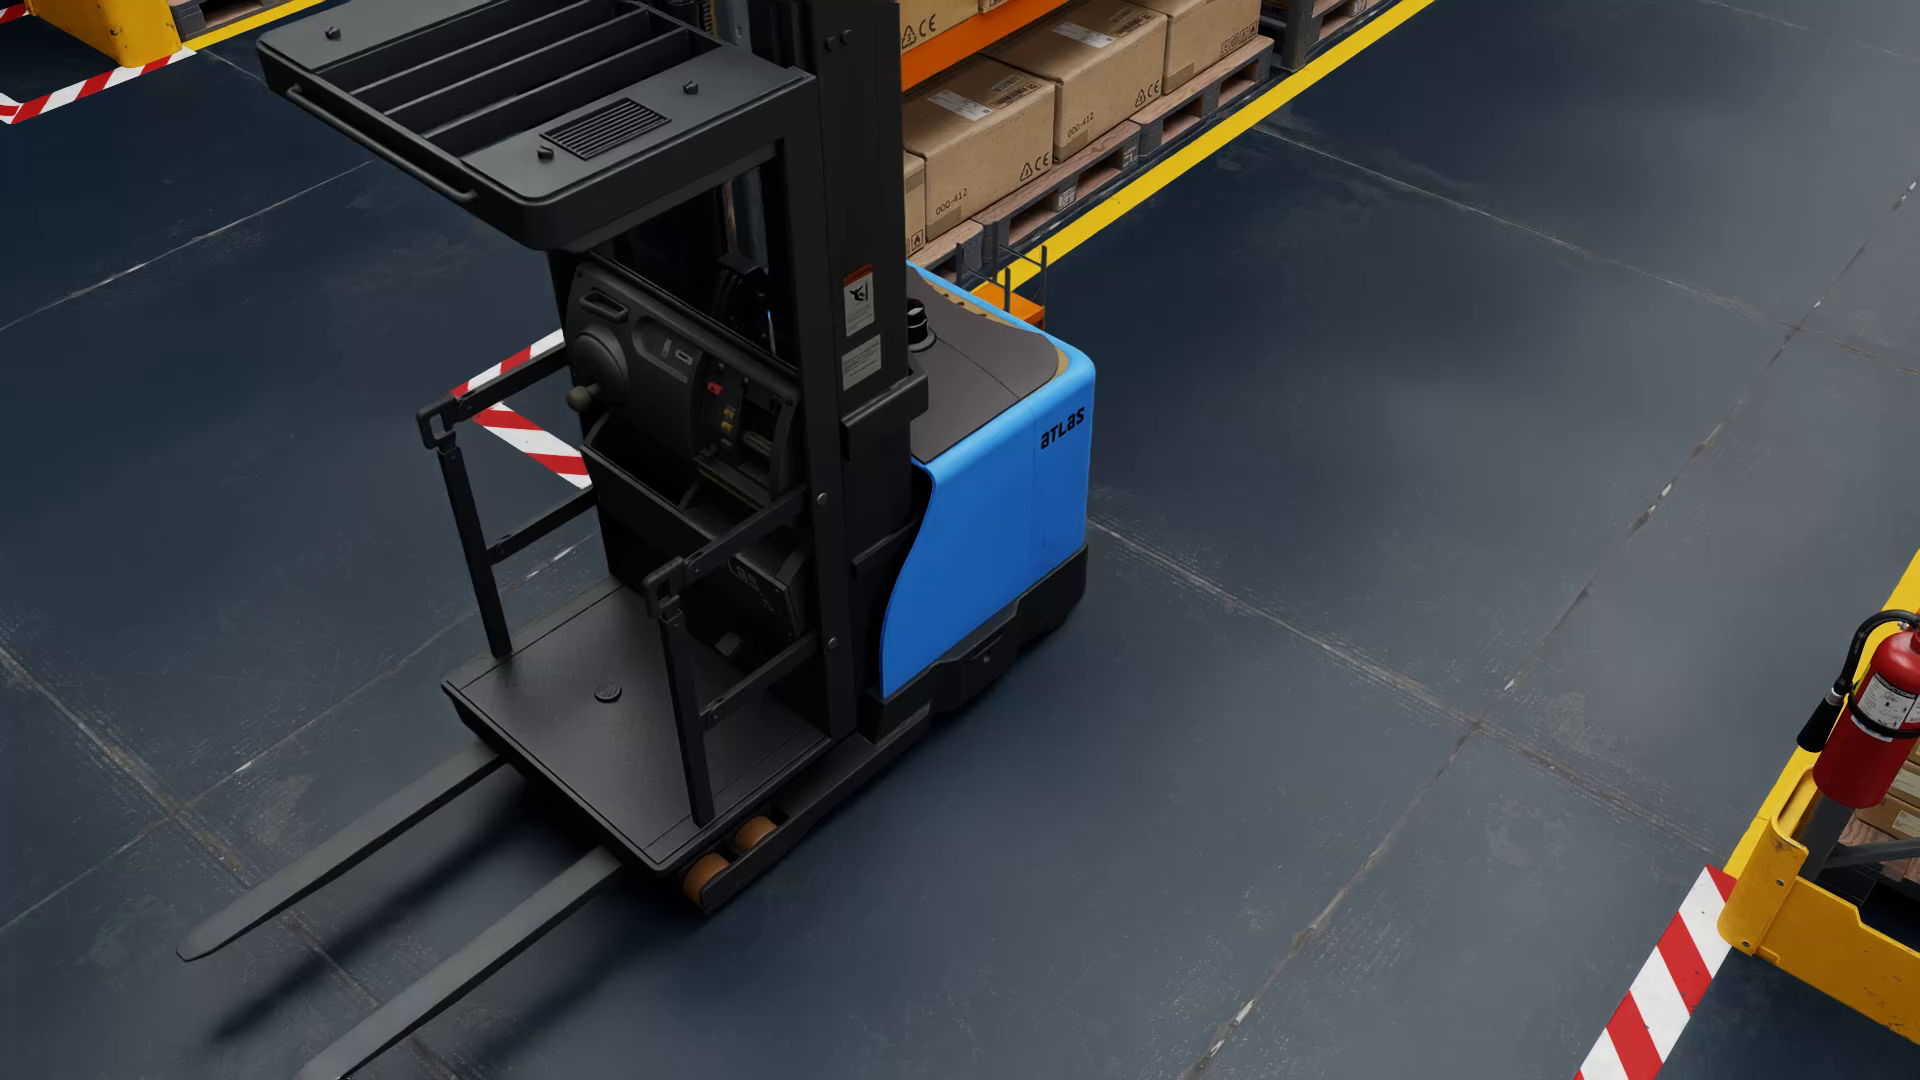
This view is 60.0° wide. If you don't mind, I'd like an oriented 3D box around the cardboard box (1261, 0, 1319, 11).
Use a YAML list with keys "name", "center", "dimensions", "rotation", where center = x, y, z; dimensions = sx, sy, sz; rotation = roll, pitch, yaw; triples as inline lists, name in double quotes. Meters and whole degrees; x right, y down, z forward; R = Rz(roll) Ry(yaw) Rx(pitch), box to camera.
- name: "cardboard box"
  center: [1.804, -3.607, 9.254]
  dimensions: [0.875, 0.875, 0.875]
  rotation: [31, 51, 30]

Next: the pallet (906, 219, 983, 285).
- name: "pallet"
  center: [-0.653, -1.238, 7.455]
  dimensions: [1.003, 0.211, 1.213]
  rotation: [29, 50, 28]

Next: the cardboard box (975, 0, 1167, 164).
- name: "cardboard box"
  center: [0.404, -2.353, 8.200]
  dimensions: [0.875, 0.438, 0.875]
  rotation: [28, 49, 27]

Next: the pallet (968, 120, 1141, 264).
- name: "pallet"
  center: [0.132, -1.863, 8.142]
  dimensions: [1.003, 0.211, 1.213]
  rotation: [29, 50, 28]

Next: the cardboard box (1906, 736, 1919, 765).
- name: "cardboard box"
  center: [2.892, 0.564, 4.765]
  dimensions: [0.380, 0.149, 0.250]
  rotation: [30, 50, 29]

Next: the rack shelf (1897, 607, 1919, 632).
- name: "rack shelf"
  center: [4.033, -0.497, 5.101]
  dimensions: [1.077, 0.370, 4.000]
  rotation: [29, 50, 28]

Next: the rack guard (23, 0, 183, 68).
- name: "rack guard"
  center: [-4.861, -3.085, 9.272]
  dimensions: [1.175, 0.500, 0.348]
  rotation: [29, 50, 28]

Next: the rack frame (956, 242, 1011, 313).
- name: "rack frame"
  center: [0.077, -0.497, 5.905]
  dimensions: [0.240, 1.200, 0.006]
  rotation: [32, 51, 30]

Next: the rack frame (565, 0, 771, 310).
- name: "rack frame"
  center: [-1.108, -1.824, 6.026]
  dimensions: [1.000, 3.000, 0.127]
  rotation: [29, 50, 28]

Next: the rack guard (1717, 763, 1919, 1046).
- name: "rack guard"
  center: [2.795, 1.153, 4.610]
  dimensions: [1.175, 0.500, 0.348]
  rotation: [29, 50, 28]

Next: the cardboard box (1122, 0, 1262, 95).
- name: "cardboard box"
  center: [0.980, -2.814, 8.708]
  dimensions: [0.875, 0.438, 0.875]
  rotation: [29, 50, 28]

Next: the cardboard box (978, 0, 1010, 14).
- name: "cardboard box"
  center: [0.066, -2.510, 6.707]
  dimensions: [0.500, 0.500, 0.500]
  rotation: [29, 50, 28]

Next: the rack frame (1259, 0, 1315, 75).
- name: "rack frame"
  center: [1.466, -3.884, 8.291]
  dimensions: [1.000, 3.000, 0.127]
  rotation: [29, 50, 28]

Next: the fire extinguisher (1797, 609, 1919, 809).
- name: "fire extinguisher"
  center: [2.230, 0.364, 3.955]
  dimensions: [0.296, 0.674, 0.183]
  rotation: [29, 50, 28]

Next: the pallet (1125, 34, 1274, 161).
- name: "pallet"
  center: [0.917, -2.494, 8.836]
  dimensions: [1.003, 0.211, 1.213]
  rotation: [29, 50, 28]

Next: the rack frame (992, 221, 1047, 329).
- name: "rack frame"
  center: [0.202, -0.587, 6.004]
  dimensions: [0.240, 1.200, 0.006]
  rotation: [32, 51, 30]

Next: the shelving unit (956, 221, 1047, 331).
- name: "shelving unit"
  center: [0.139, -0.542, 5.954]
  dimensions: [0.258, 1.200, 0.189]
  rotation: [32, 51, 30]

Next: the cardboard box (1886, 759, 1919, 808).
- name: "cardboard box"
  center: [2.867, 0.661, 4.879]
  dimensions: [0.380, 0.149, 0.250]
  rotation: [28, 49, 27]

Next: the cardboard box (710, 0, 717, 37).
- name: "cardboard box"
  center: [-0.579, -1.984, 6.128]
  dimensions: [0.500, 0.500, 0.500]
  rotation: [29, 50, 28]

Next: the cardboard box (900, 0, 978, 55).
- name: "cardboard box"
  center: [-0.275, -2.256, 6.428]
  dimensions: [0.500, 0.500, 0.500]
  rotation: [29, 50, 28]

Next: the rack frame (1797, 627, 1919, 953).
- name: "rack frame"
  center: [2.746, 0.267, 3.727]
  dimensions: [1.000, 3.000, 0.127]
  rotation: [29, 50, 28]

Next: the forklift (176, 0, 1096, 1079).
- name: "forklift"
  center: [-0.923, -0.363, 4.471]
  dimensions: [1.130, 2.935, 3.031]
  rotation: [32, 51, 30]

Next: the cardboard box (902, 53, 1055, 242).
- name: "cardboard box"
  center: [-0.177, -1.889, 7.691]
  dimensions: [0.875, 0.438, 0.875]
  rotation: [31, 51, 29]

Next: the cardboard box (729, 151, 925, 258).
- name: "cardboard box"
  center: [-0.760, -1.415, 7.168]
  dimensions: [0.875, 0.438, 0.875]
  rotation: [28, 49, 27]

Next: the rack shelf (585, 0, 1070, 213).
- name: "rack shelf"
  center: [0.179, -2.588, 7.401]
  dimensions: [1.077, 0.370, 4.000]
  rotation: [29, 50, 28]

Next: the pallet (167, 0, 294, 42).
- name: "pallet"
  center: [-4.348, -3.389, 9.821]
  dimensions: [1.003, 0.211, 1.213]
  rotation: [29, 50, 28]

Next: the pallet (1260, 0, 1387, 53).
- name: "pallet"
  center: [1.905, -3.282, 9.702]
  dimensions: [1.003, 0.211, 1.213]
  rotation: [29, 50, 28]

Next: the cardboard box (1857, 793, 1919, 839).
- name: "cardboard box"
  center: [2.925, 0.805, 4.942]
  dimensions: [0.380, 0.149, 0.250]
  rotation: [30, 50, 29]

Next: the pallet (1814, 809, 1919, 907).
- name: "pallet"
  center: [3.345, 0.857, 5.151]
  dimensions: [1.003, 0.211, 1.213]
  rotation: [29, 50, 28]

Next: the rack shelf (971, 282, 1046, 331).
- name: "rack shelf"
  center: [0.139, -0.775, 5.742]
  dimensions: [0.258, 0.103, 0.180]
  rotation: [32, 51, 30]
